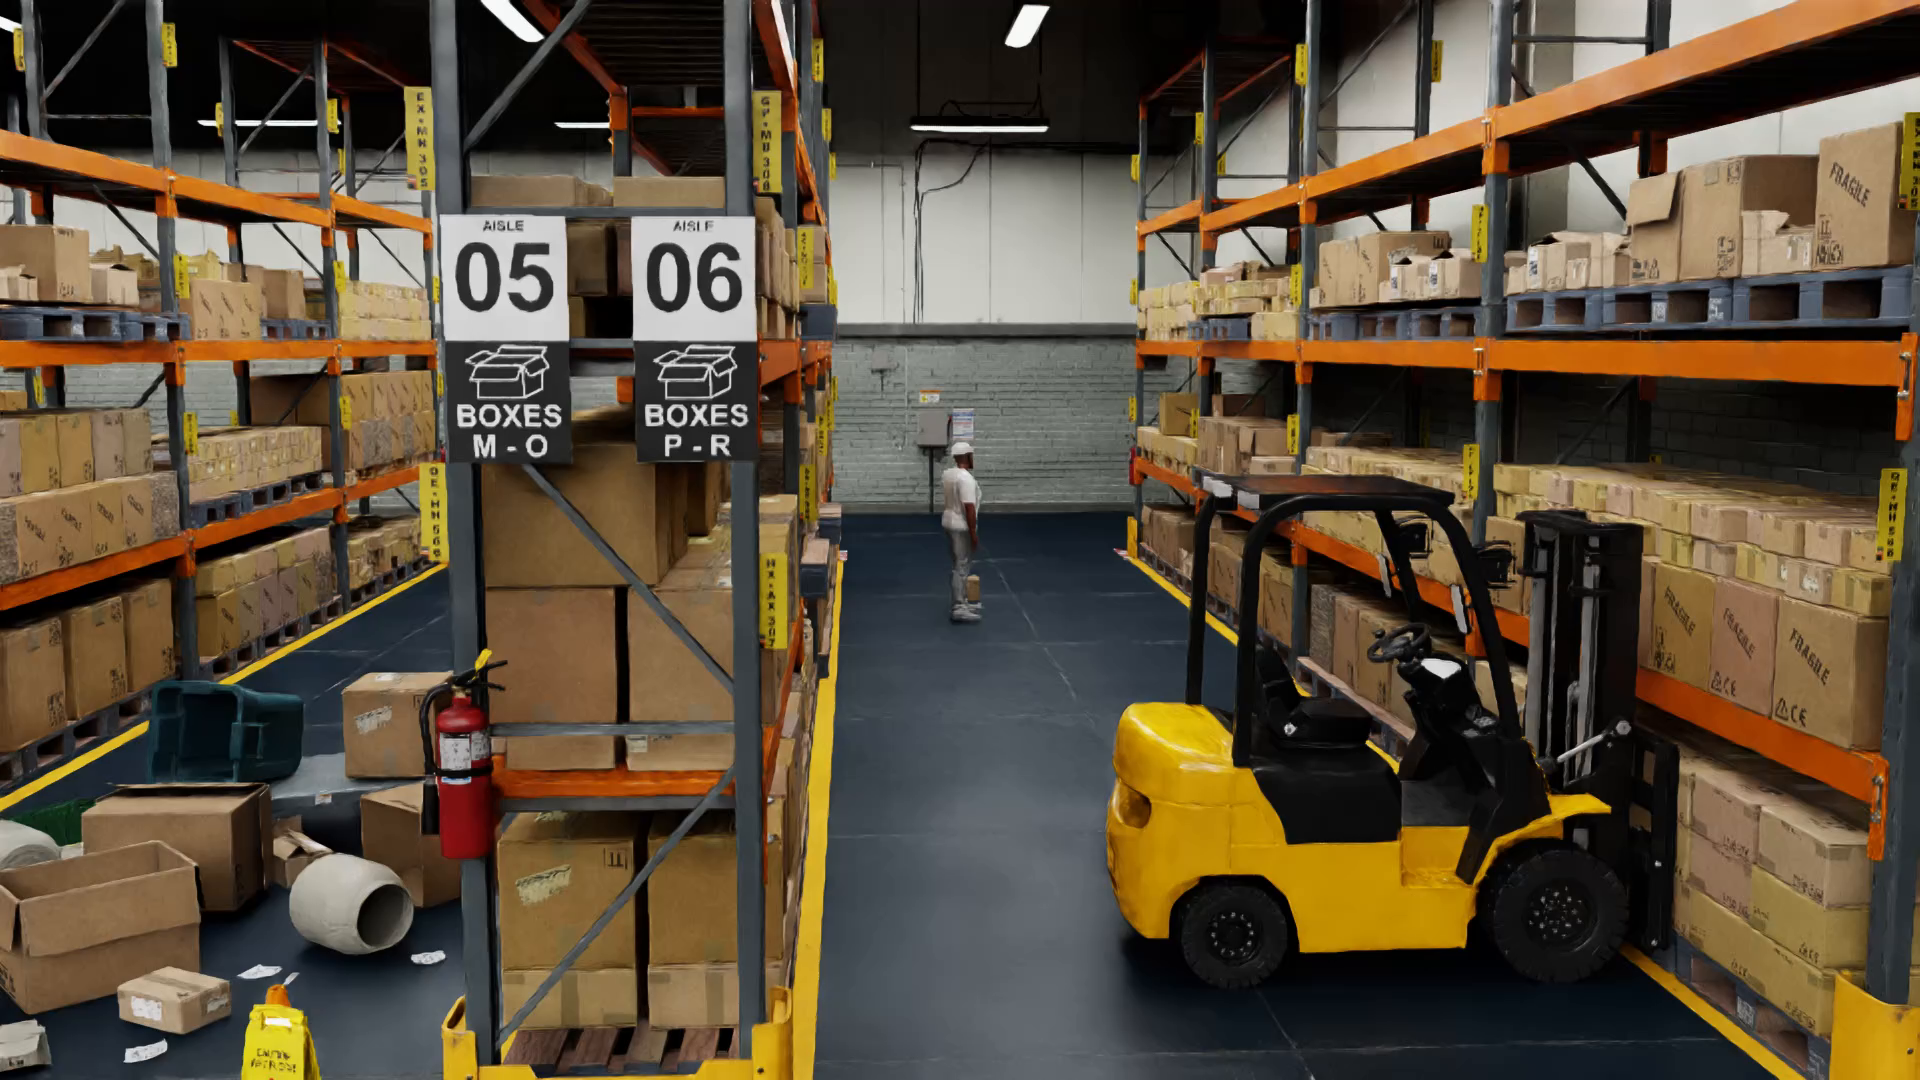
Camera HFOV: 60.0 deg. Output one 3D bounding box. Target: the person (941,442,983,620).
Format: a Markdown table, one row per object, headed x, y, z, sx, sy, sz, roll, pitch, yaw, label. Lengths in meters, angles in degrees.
| x | y | z | sx | sy | sz | roll | pitch | yaw | label |
| --- | --- | --- | --- | --- | --- | --- | --- | --- | --- |
| 0.068 | -0.111 | 16.817 | 0.470 | 1.770 | 0.636 | -3 | 7 | -23 | person |
